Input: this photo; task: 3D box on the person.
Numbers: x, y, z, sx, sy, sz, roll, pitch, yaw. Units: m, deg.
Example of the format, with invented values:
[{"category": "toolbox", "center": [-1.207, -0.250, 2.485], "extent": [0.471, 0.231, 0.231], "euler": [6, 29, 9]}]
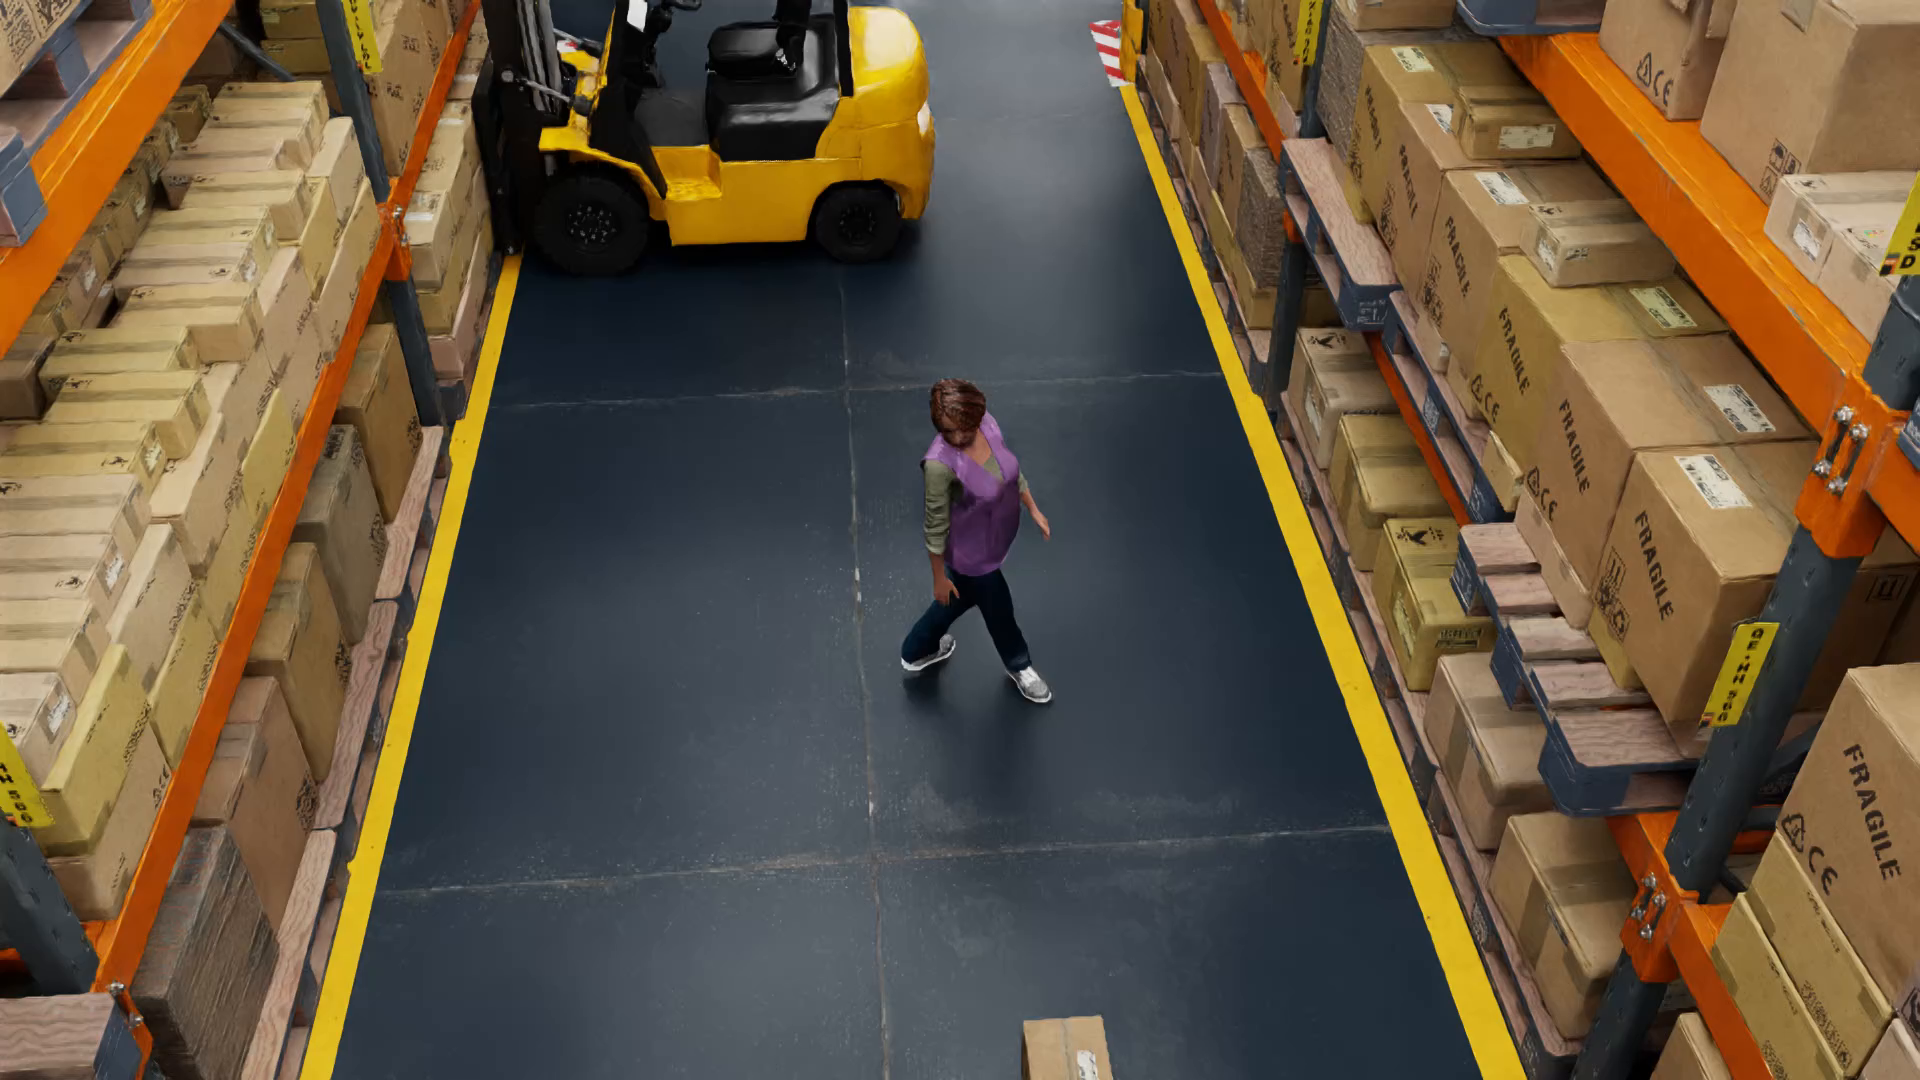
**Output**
[{"category": "person", "center": [0.052, 0.031, 6.179], "extent": [0.613, 1.522, 0.467], "euler": [12, 41, 14]}]
